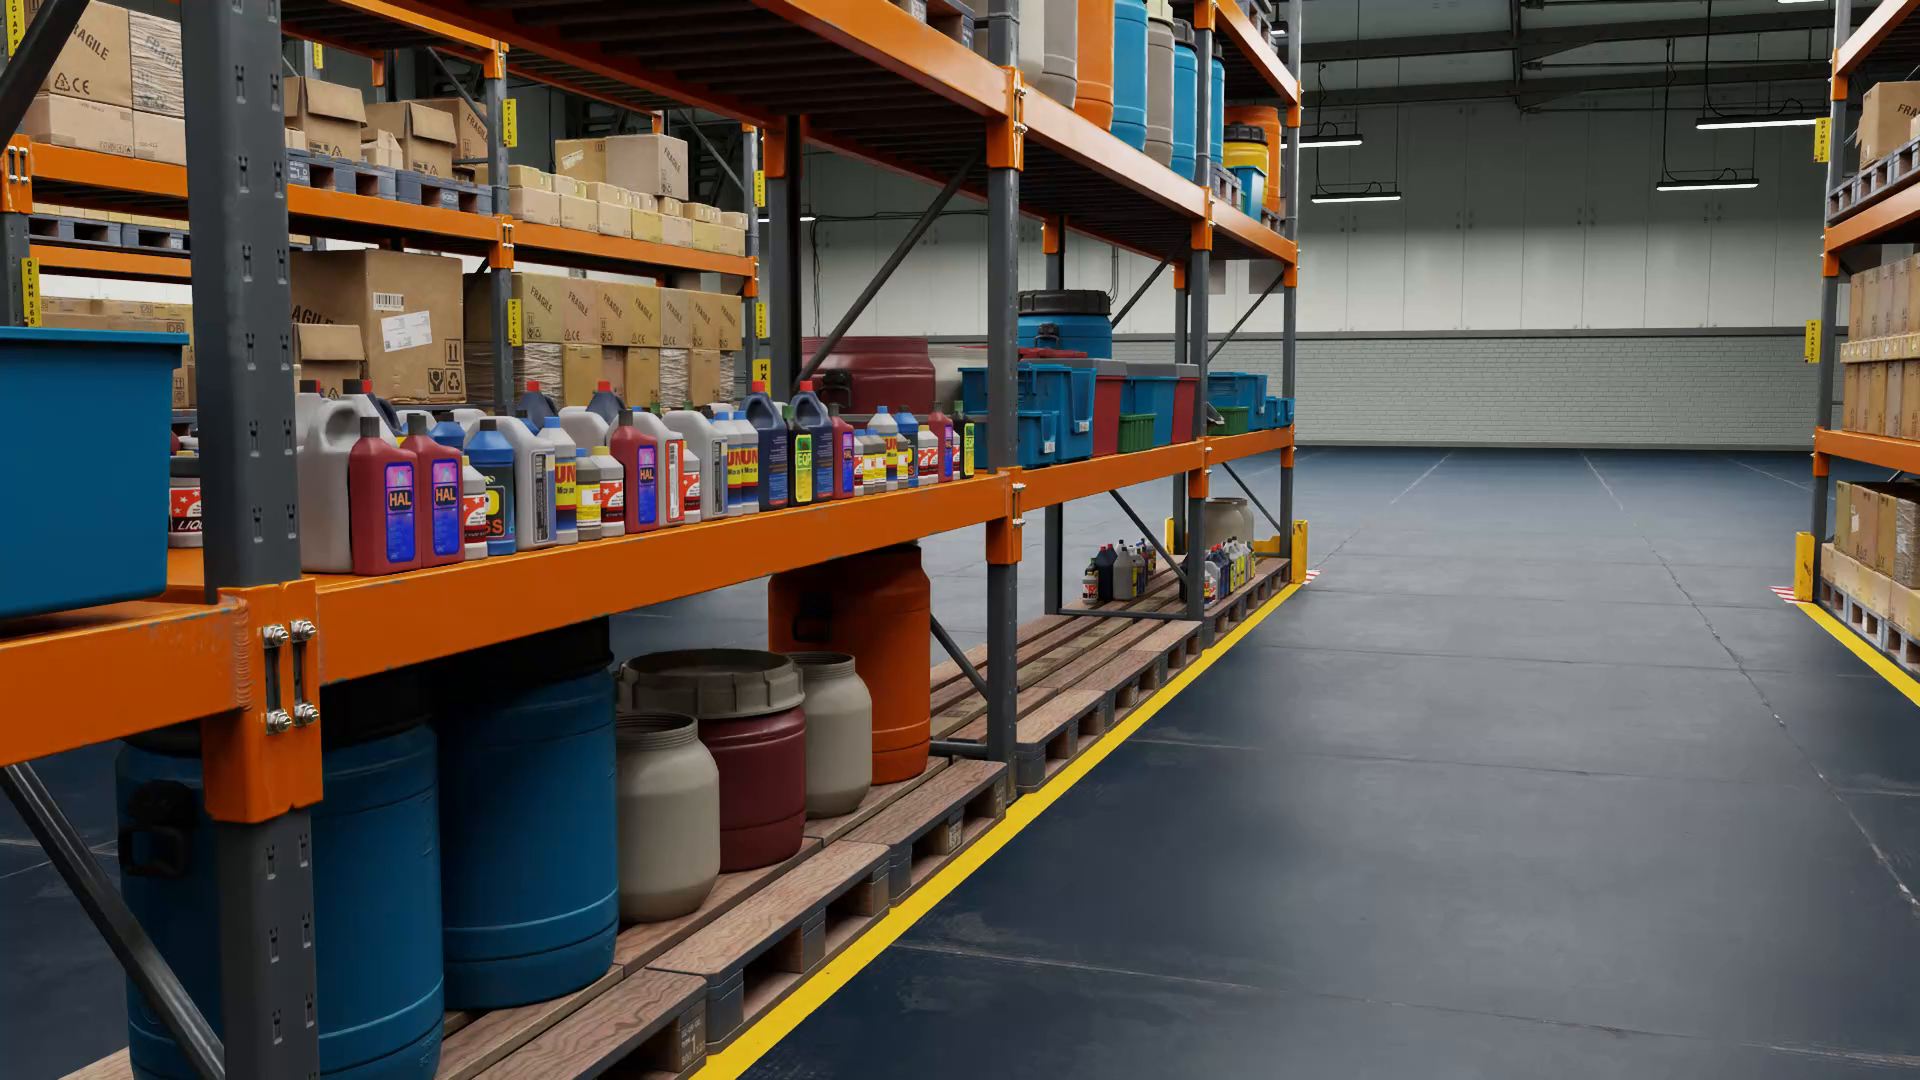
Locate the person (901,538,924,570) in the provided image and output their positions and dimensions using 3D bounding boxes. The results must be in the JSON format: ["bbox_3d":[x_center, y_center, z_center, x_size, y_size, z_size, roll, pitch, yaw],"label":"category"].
[{"bbox_3d":[-0.402,-0.214,10.905,0.361,1.727,0.551,3,6,27],"label":"person"}]
